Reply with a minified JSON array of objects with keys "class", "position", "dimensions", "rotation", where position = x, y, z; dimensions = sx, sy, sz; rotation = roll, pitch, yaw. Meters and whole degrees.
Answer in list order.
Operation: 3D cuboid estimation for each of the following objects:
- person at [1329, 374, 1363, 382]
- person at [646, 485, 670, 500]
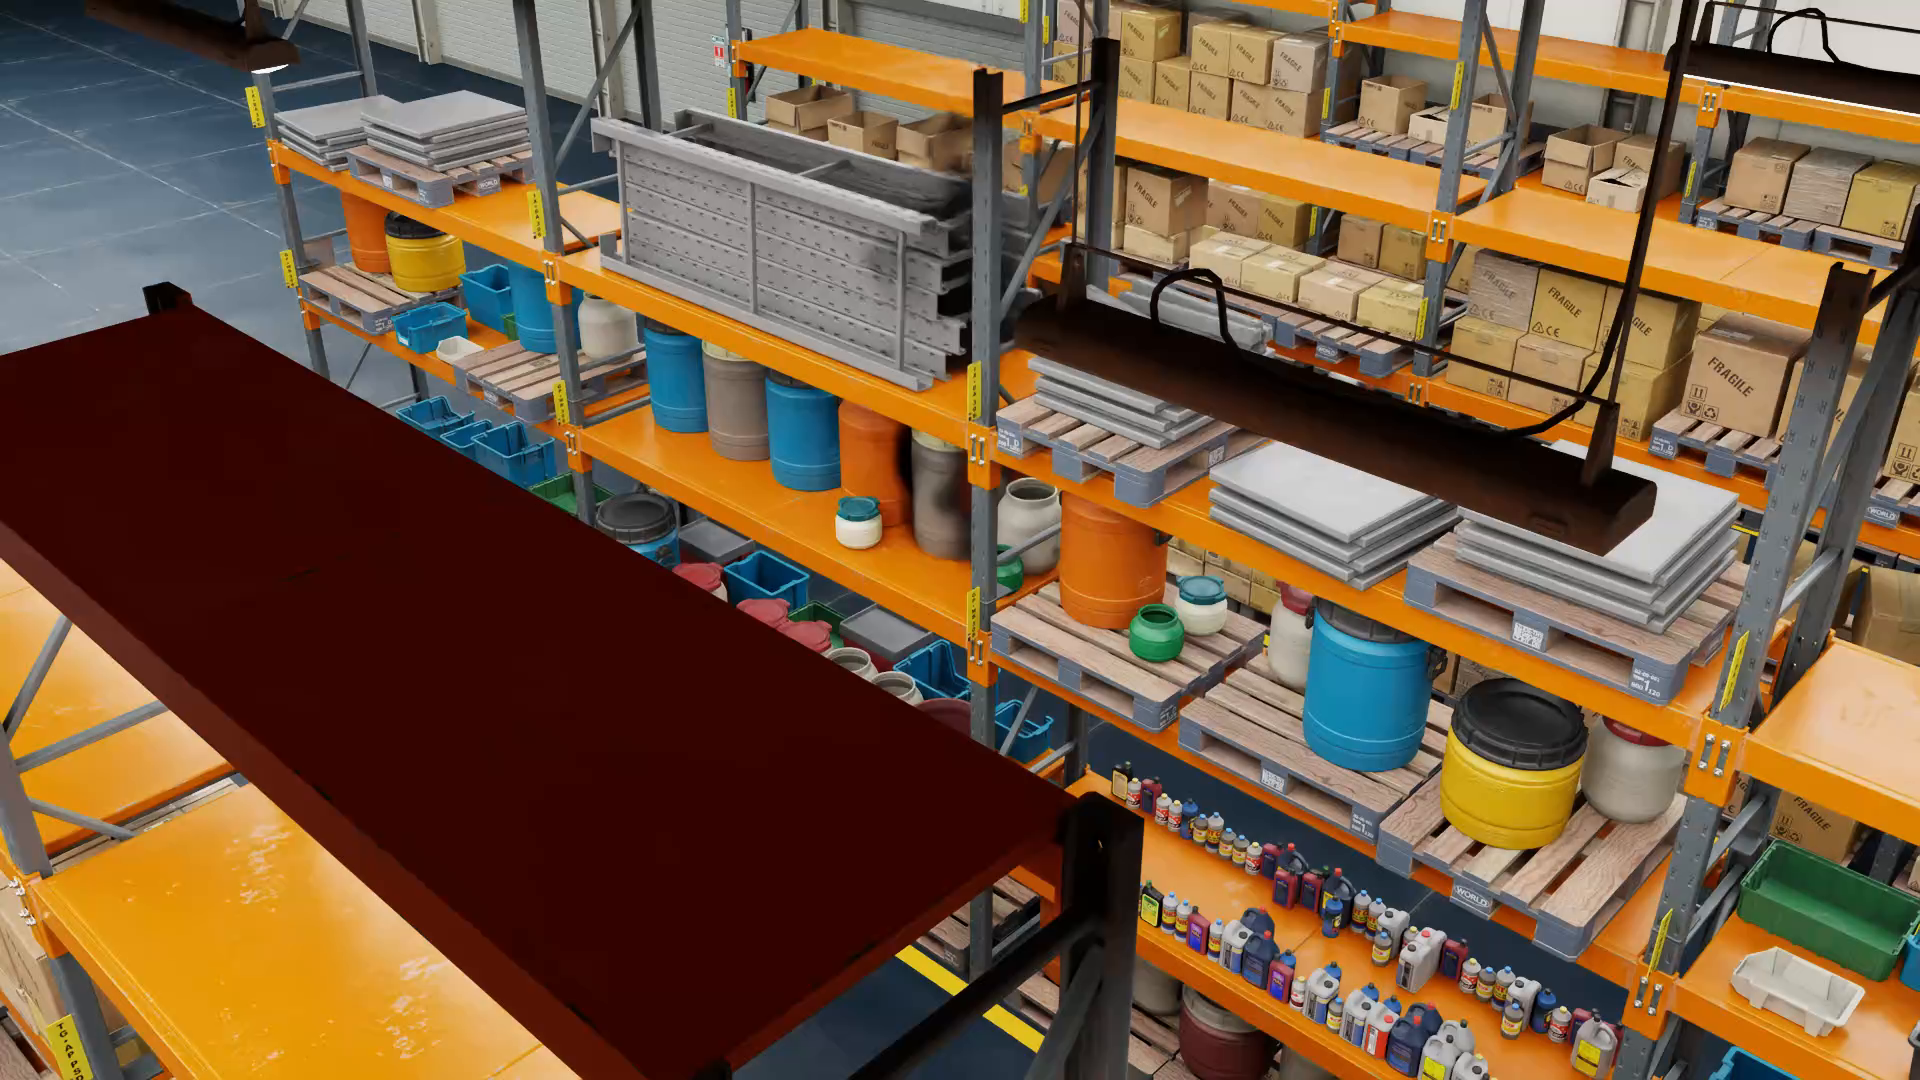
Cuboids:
[{"class":"person","position":[3.783,-1.137,16.436],"dimensions":[0.967,1.804,0.583],"rotation":[15,33,25]},{"class":"person","position":[-2.783,-0.474,15.435],"dimensions":[0.726,1.611,0.359],"rotation":[21,35,32]}]
